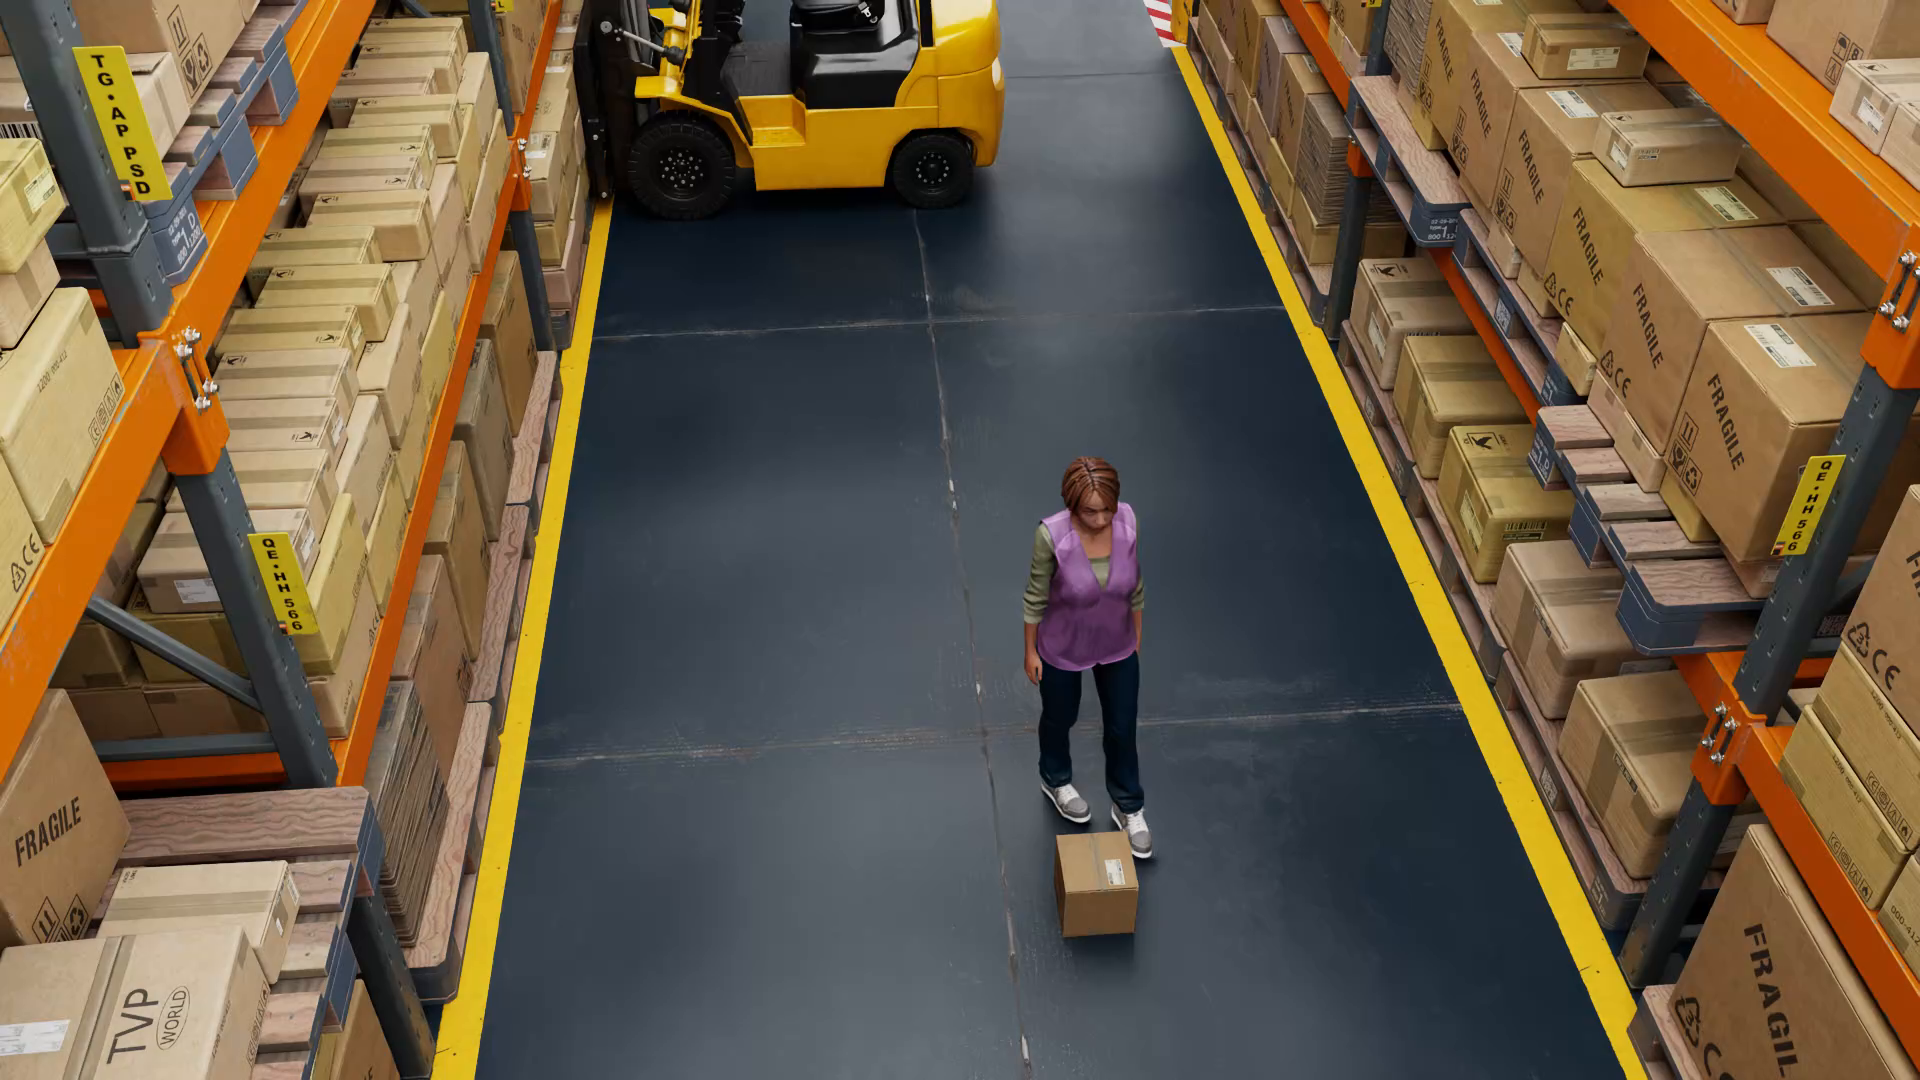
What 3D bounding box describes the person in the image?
[{"bbox_3d":[0.453,0.419,5.641,0.433,1.594,0.517,-10,41,-12],"label":"person"}]
